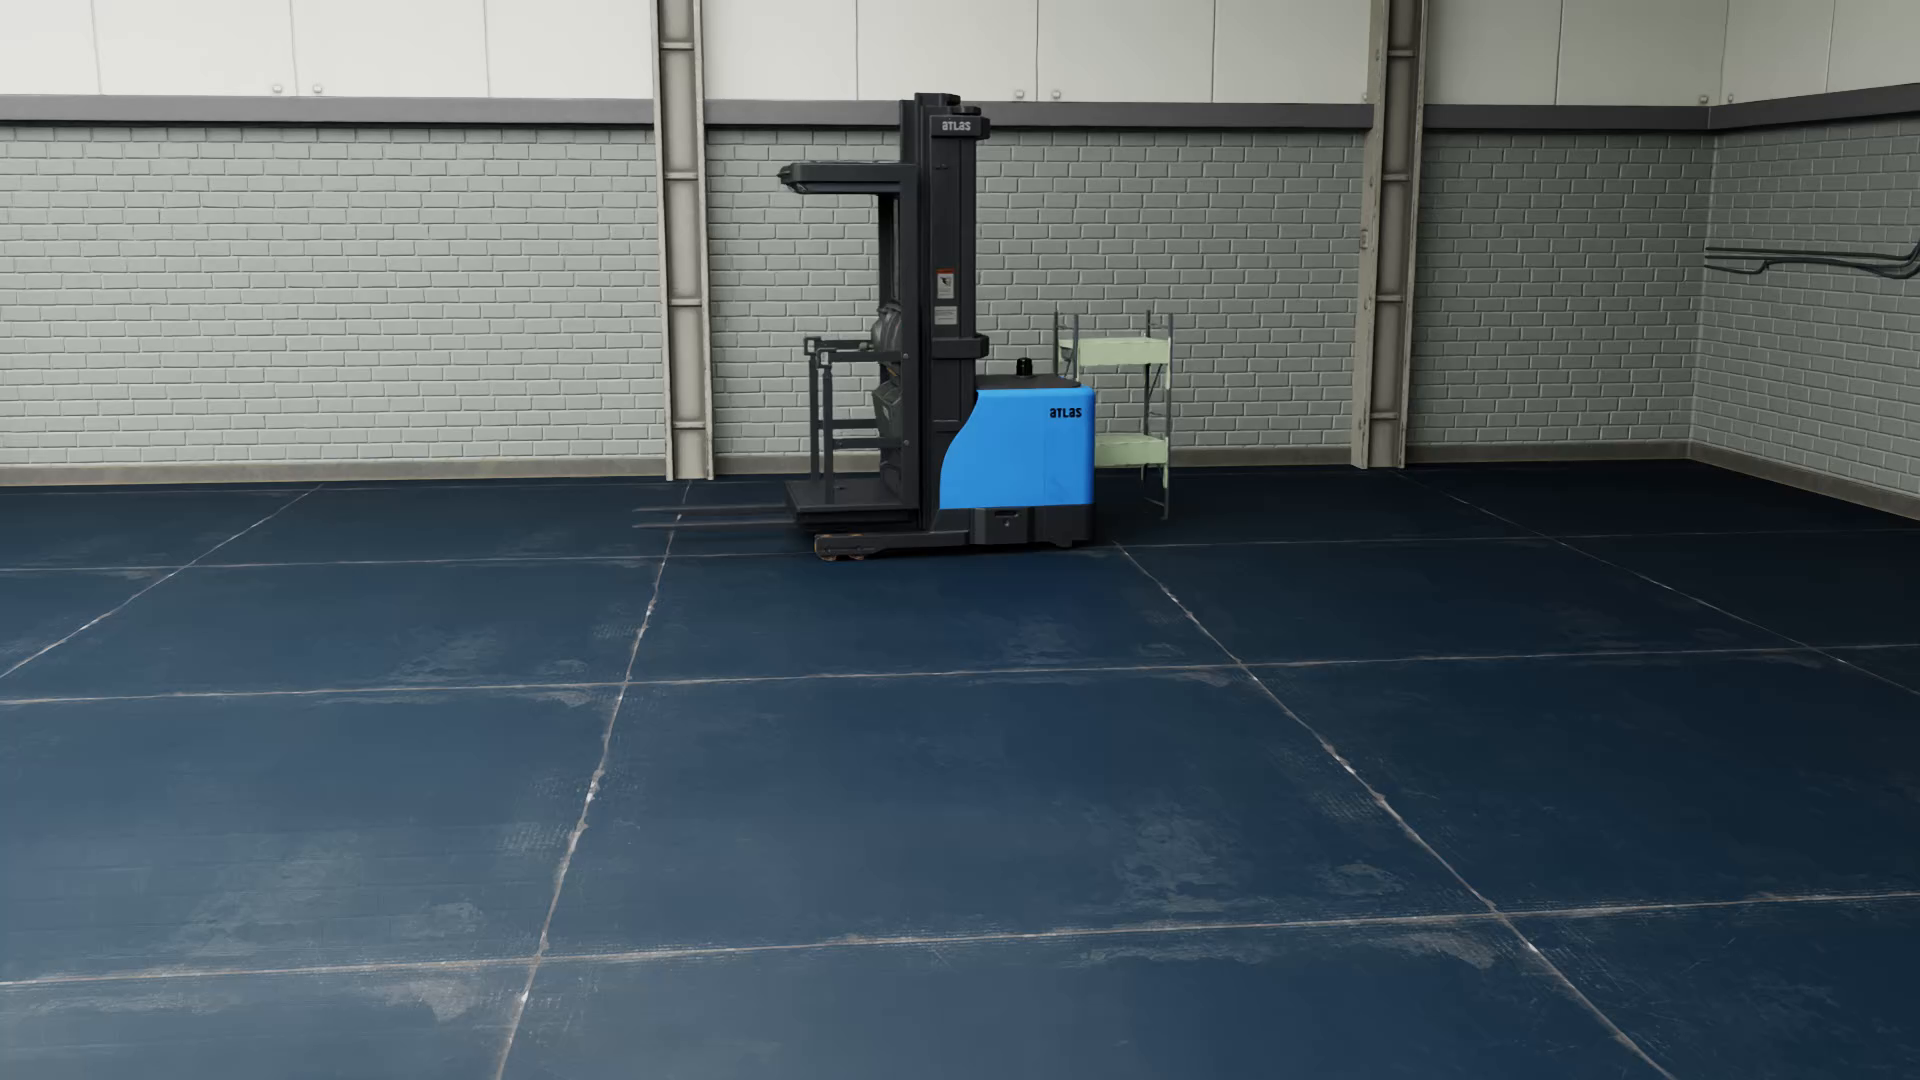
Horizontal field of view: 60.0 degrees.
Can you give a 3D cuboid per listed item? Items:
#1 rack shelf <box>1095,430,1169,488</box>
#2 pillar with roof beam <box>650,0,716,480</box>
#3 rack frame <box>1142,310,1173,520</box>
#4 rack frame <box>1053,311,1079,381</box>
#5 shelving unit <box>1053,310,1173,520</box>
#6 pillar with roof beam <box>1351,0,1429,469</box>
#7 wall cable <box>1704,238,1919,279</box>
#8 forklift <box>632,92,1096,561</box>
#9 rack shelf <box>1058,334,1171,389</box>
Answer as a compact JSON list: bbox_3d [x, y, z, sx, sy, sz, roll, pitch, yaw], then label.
[{"bbox_3d":[1.093,-0.571,12.076,0.720,0.370,0.431,-4,12,-19],"label":"rack shelf"},{"bbox_3d":[-1.810,-4.122,9.005,0.400,9.000,9.100,-1,11,-6],"label":"pillar with roof beam"},{"bbox_3d":[1.439,-0.915,12.133,0.023,1.500,0.400,-4,12,-19],"label":"rack frame"},{"bbox_3d":[0.748,-0.868,11.894,0.023,1.500,0.400,-4,12,-19],"label":"rack frame"},{"bbox_3d":[1.093,-0.891,12.014,0.755,1.500,0.431,-4,12,-19],"label":"shelving unit"},{"bbox_3d":[4.155,-4.247,9.641,0.400,9.000,9.100,-1,11,-6],"label":"pillar with roof beam"},{"bbox_3d":[6.762,-3.356,13.162,0.112,2.526,3.097,-1,11,-6],"label":"wall cable"},{"bbox_3d":[-0.664,-1.416,10.973,3.031,2.935,1.130,-2,11,-10],"label":"forklift"},{"bbox_3d":[1.093,-1.274,11.938,0.720,0.370,0.431,-4,12,-19],"label":"rack shelf"}]
